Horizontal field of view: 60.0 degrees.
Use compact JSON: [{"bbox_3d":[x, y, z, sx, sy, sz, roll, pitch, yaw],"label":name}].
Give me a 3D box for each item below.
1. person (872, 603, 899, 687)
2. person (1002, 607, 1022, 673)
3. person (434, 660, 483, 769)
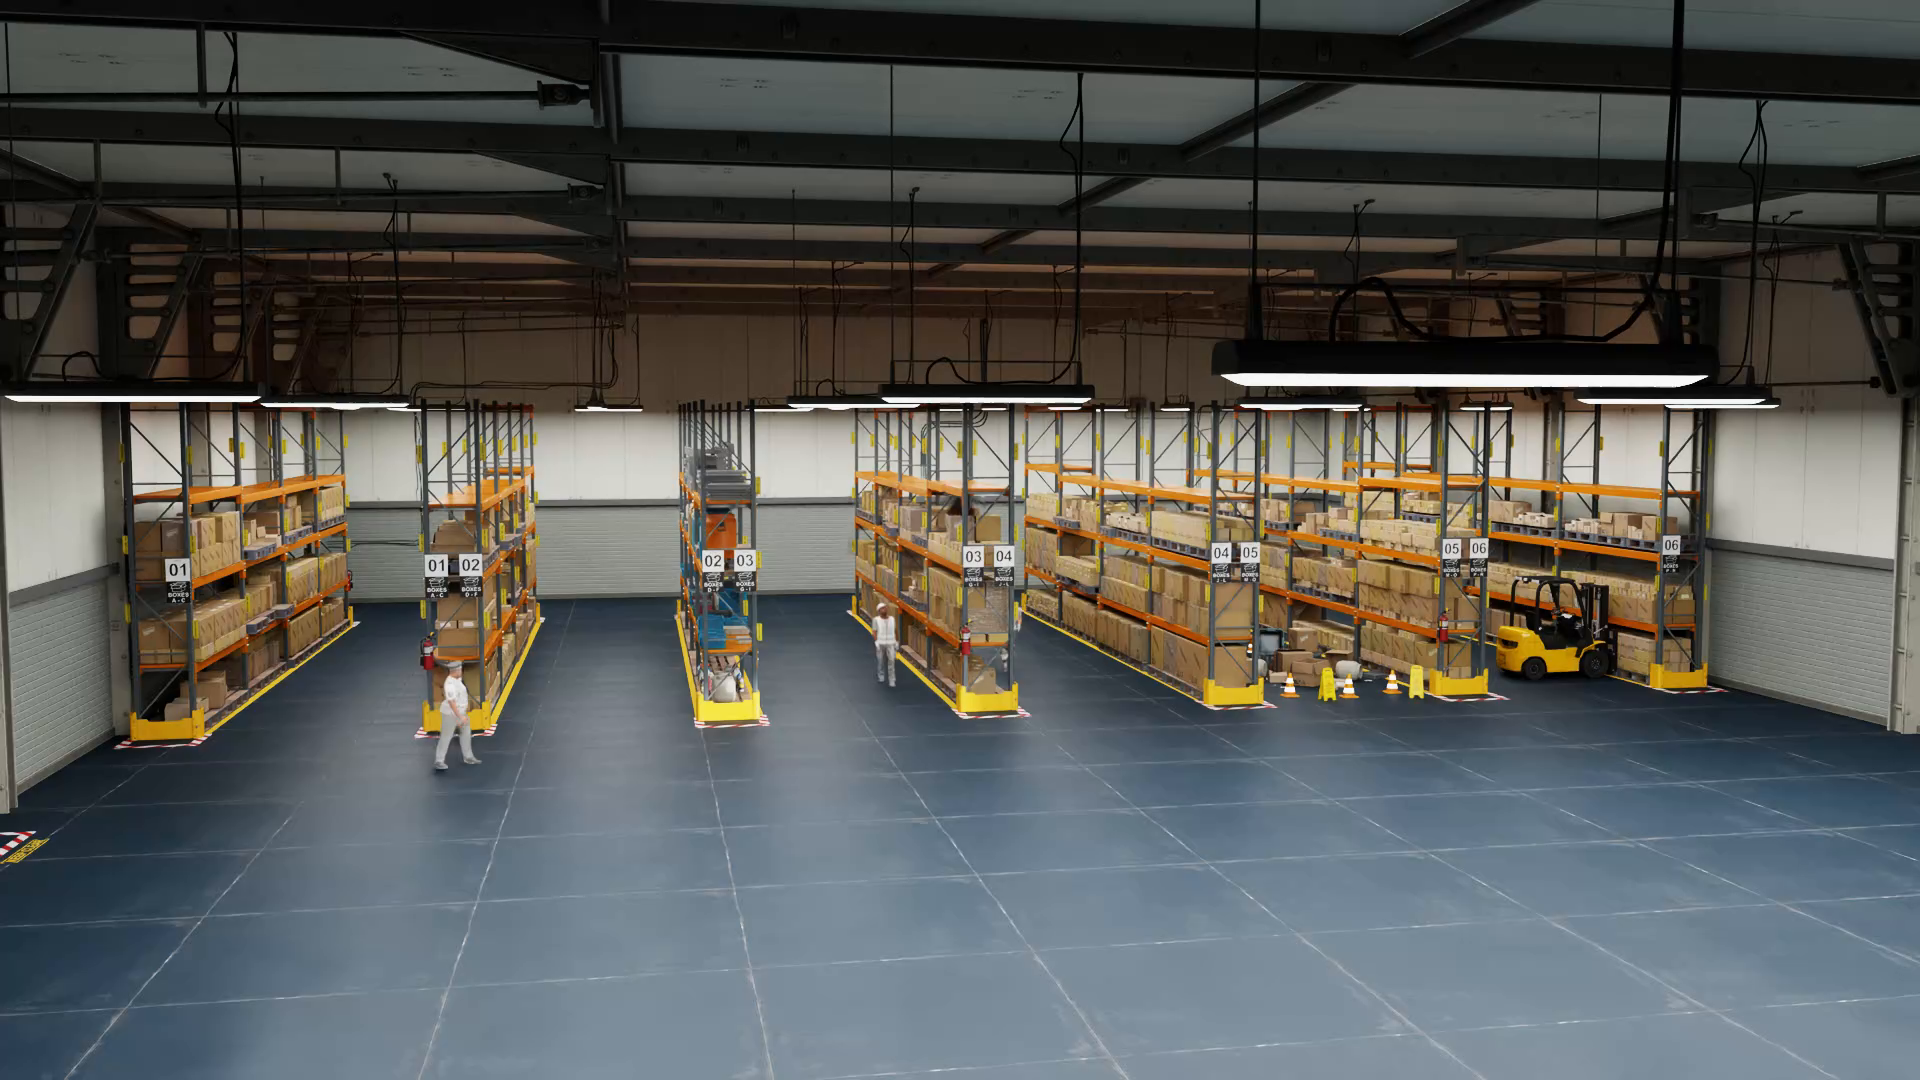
[{"bbox_3d":[-1.563,2.195,35.078,0.583,1.701,1.043,-1,4,-8],"label":"person"},{"bbox_3d":[1.076,2.077,37.271,0.609,1.812,0.870,-1,4,-10],"label":"person"},{"bbox_3d":[-8.188,2.830,27.021,0.634,1.774,0.698,0,4,6],"label":"person"}]
